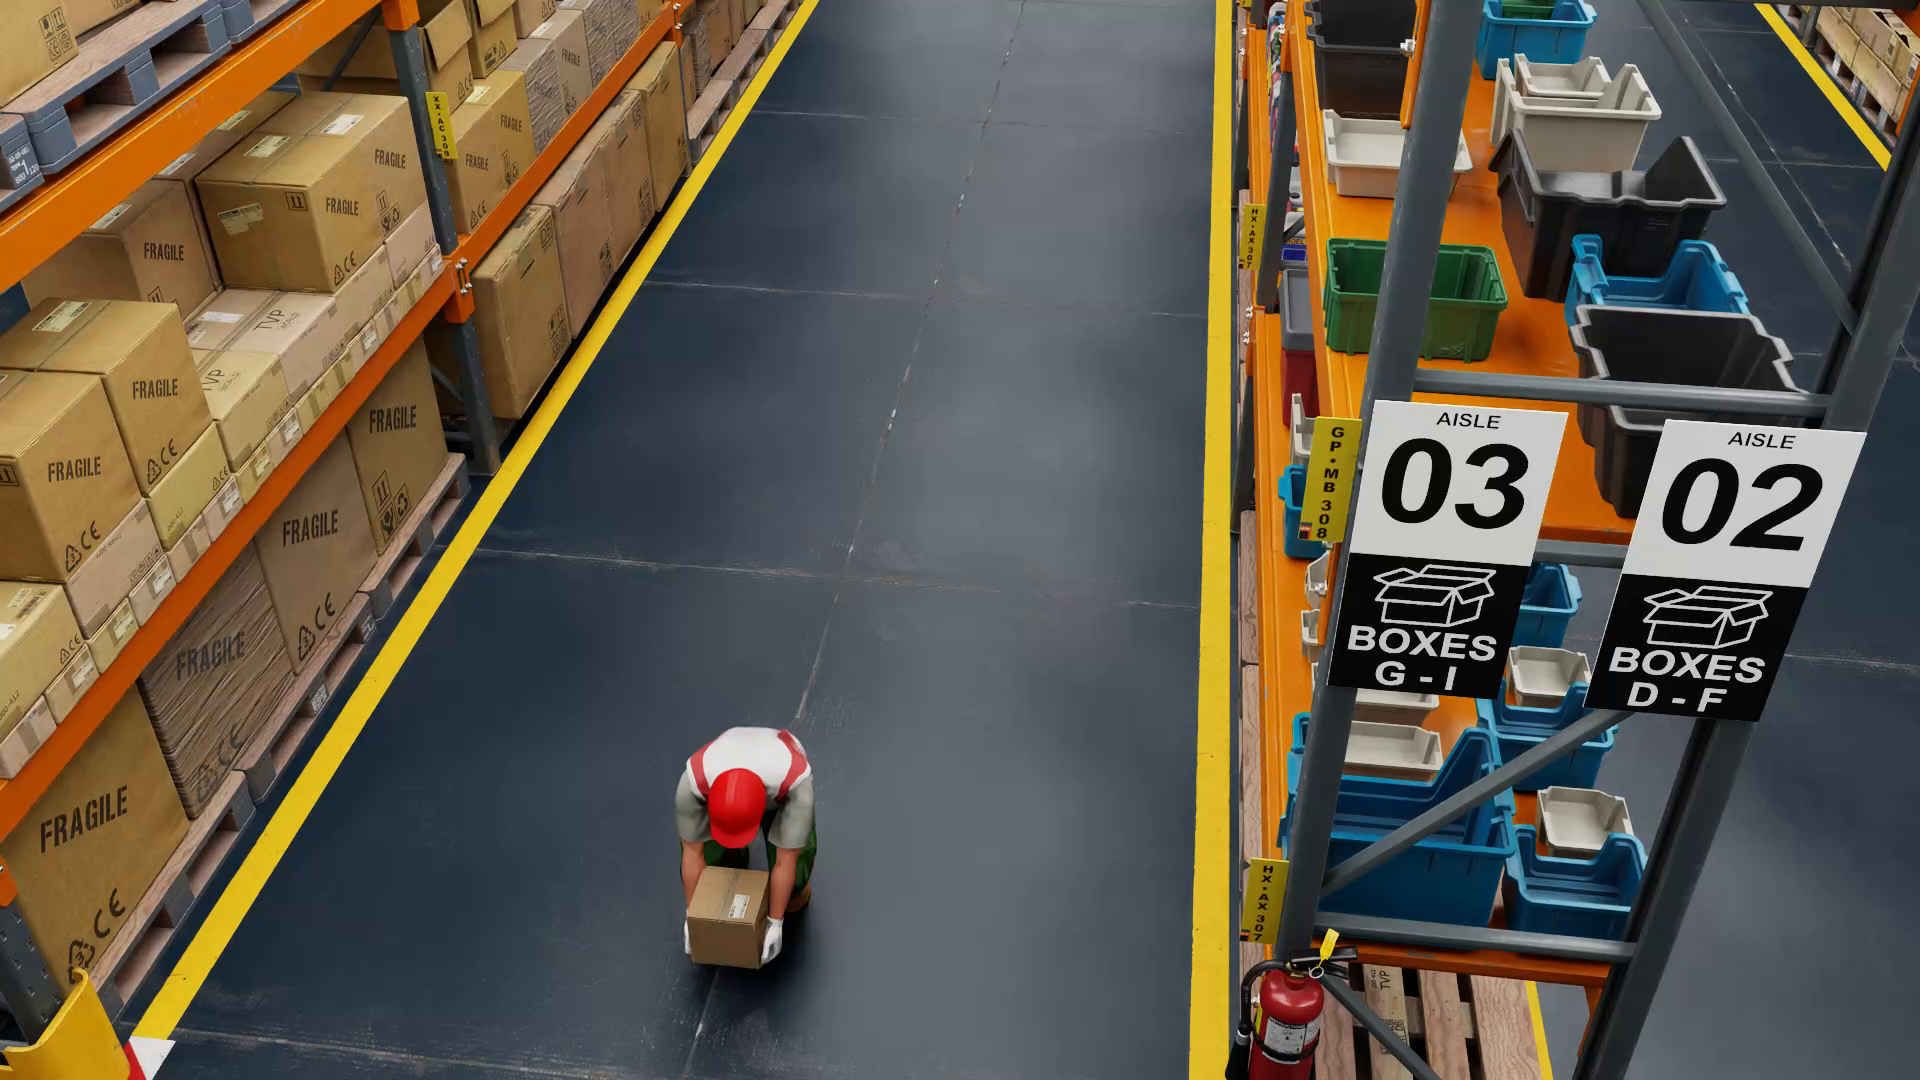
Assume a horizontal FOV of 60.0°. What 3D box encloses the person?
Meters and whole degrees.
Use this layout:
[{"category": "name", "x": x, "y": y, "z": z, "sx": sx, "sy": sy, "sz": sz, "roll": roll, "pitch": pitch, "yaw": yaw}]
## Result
[{"category": "person", "x": -0.791, "y": 1.052, "z": 6.243, "sx": 0.548, "sy": 1.000, "sz": 0.886, "roll": 4, "pitch": 36, "yaw": 5}]
